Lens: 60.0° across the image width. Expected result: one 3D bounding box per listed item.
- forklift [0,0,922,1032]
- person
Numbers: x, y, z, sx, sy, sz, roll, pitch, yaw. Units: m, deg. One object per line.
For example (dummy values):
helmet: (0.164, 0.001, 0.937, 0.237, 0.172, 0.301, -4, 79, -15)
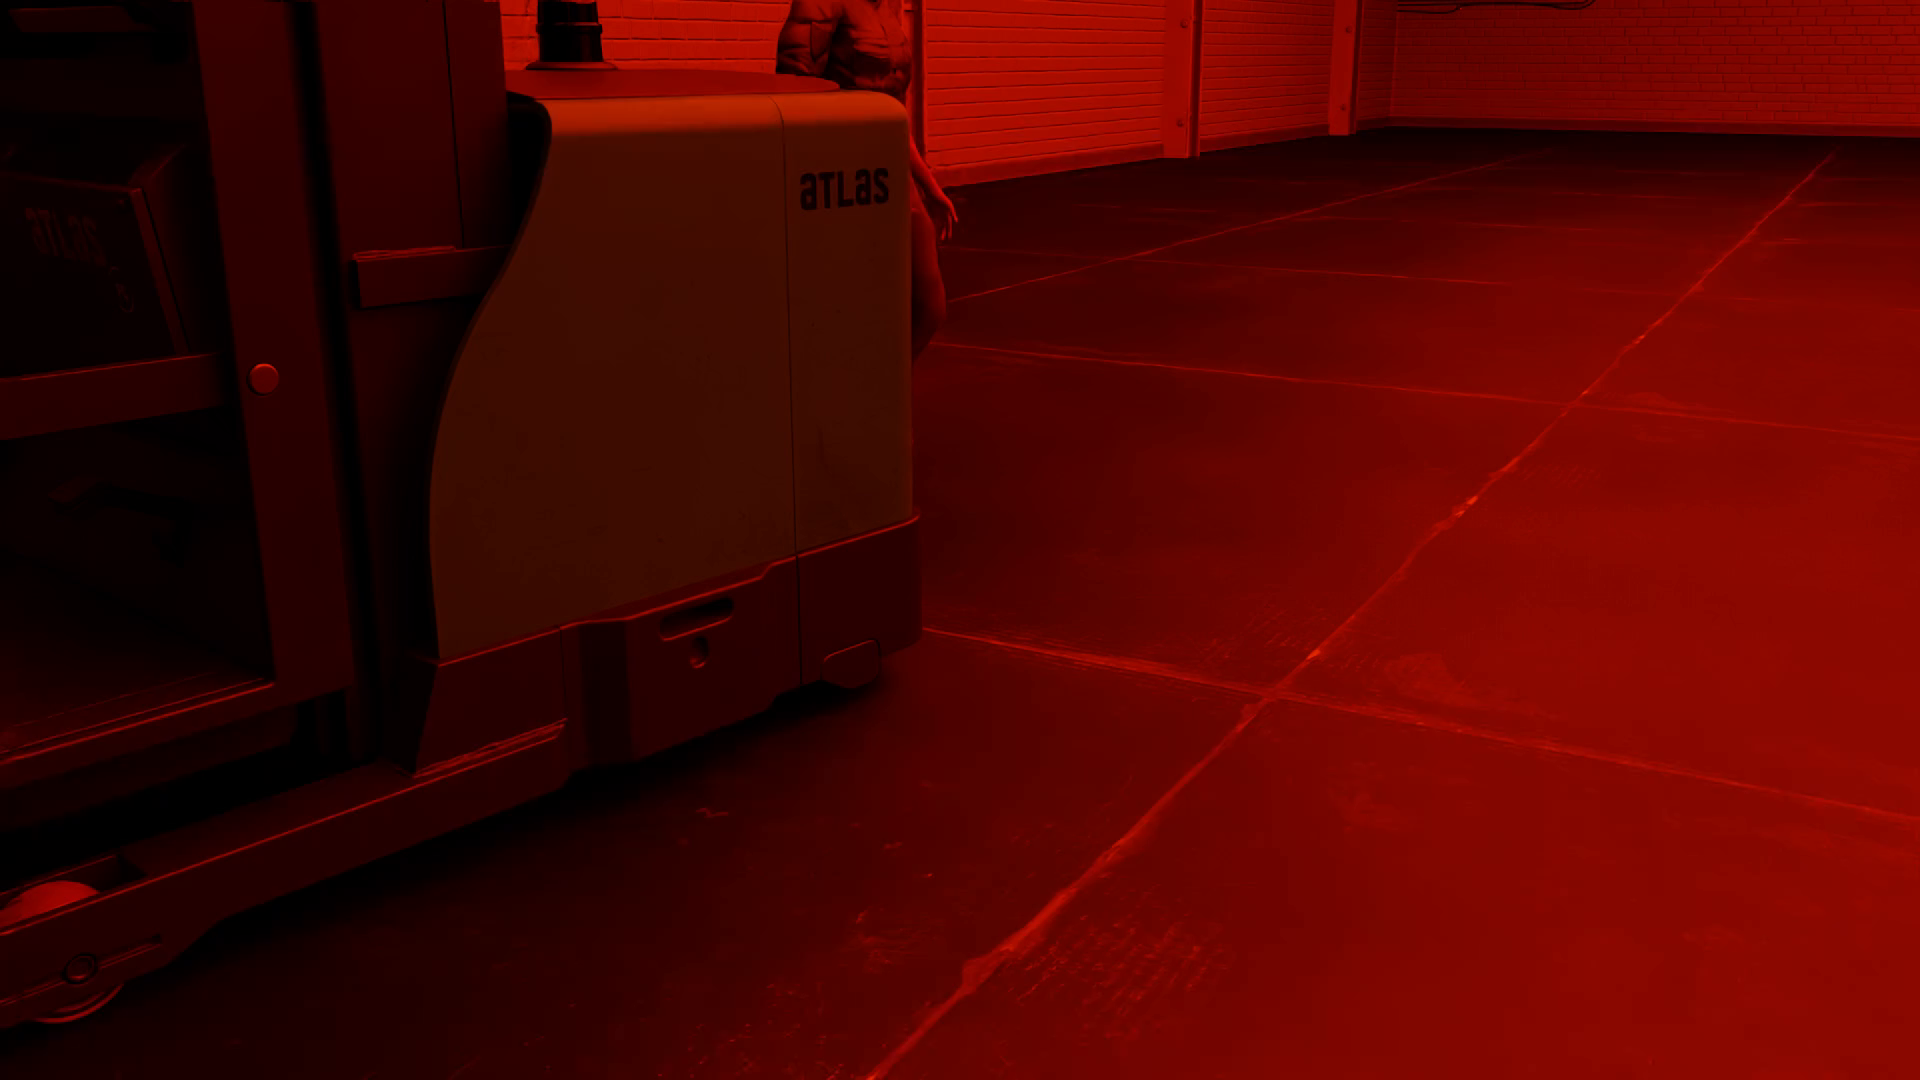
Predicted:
forklift: (-1.422, -0.936, 2.029, 1.130, 2.935, 3.031, 14, 21, 39)
person: (-0.330, -0.946, 4.518, 0.364, 1.573, 0.822, 7, 18, 23)
